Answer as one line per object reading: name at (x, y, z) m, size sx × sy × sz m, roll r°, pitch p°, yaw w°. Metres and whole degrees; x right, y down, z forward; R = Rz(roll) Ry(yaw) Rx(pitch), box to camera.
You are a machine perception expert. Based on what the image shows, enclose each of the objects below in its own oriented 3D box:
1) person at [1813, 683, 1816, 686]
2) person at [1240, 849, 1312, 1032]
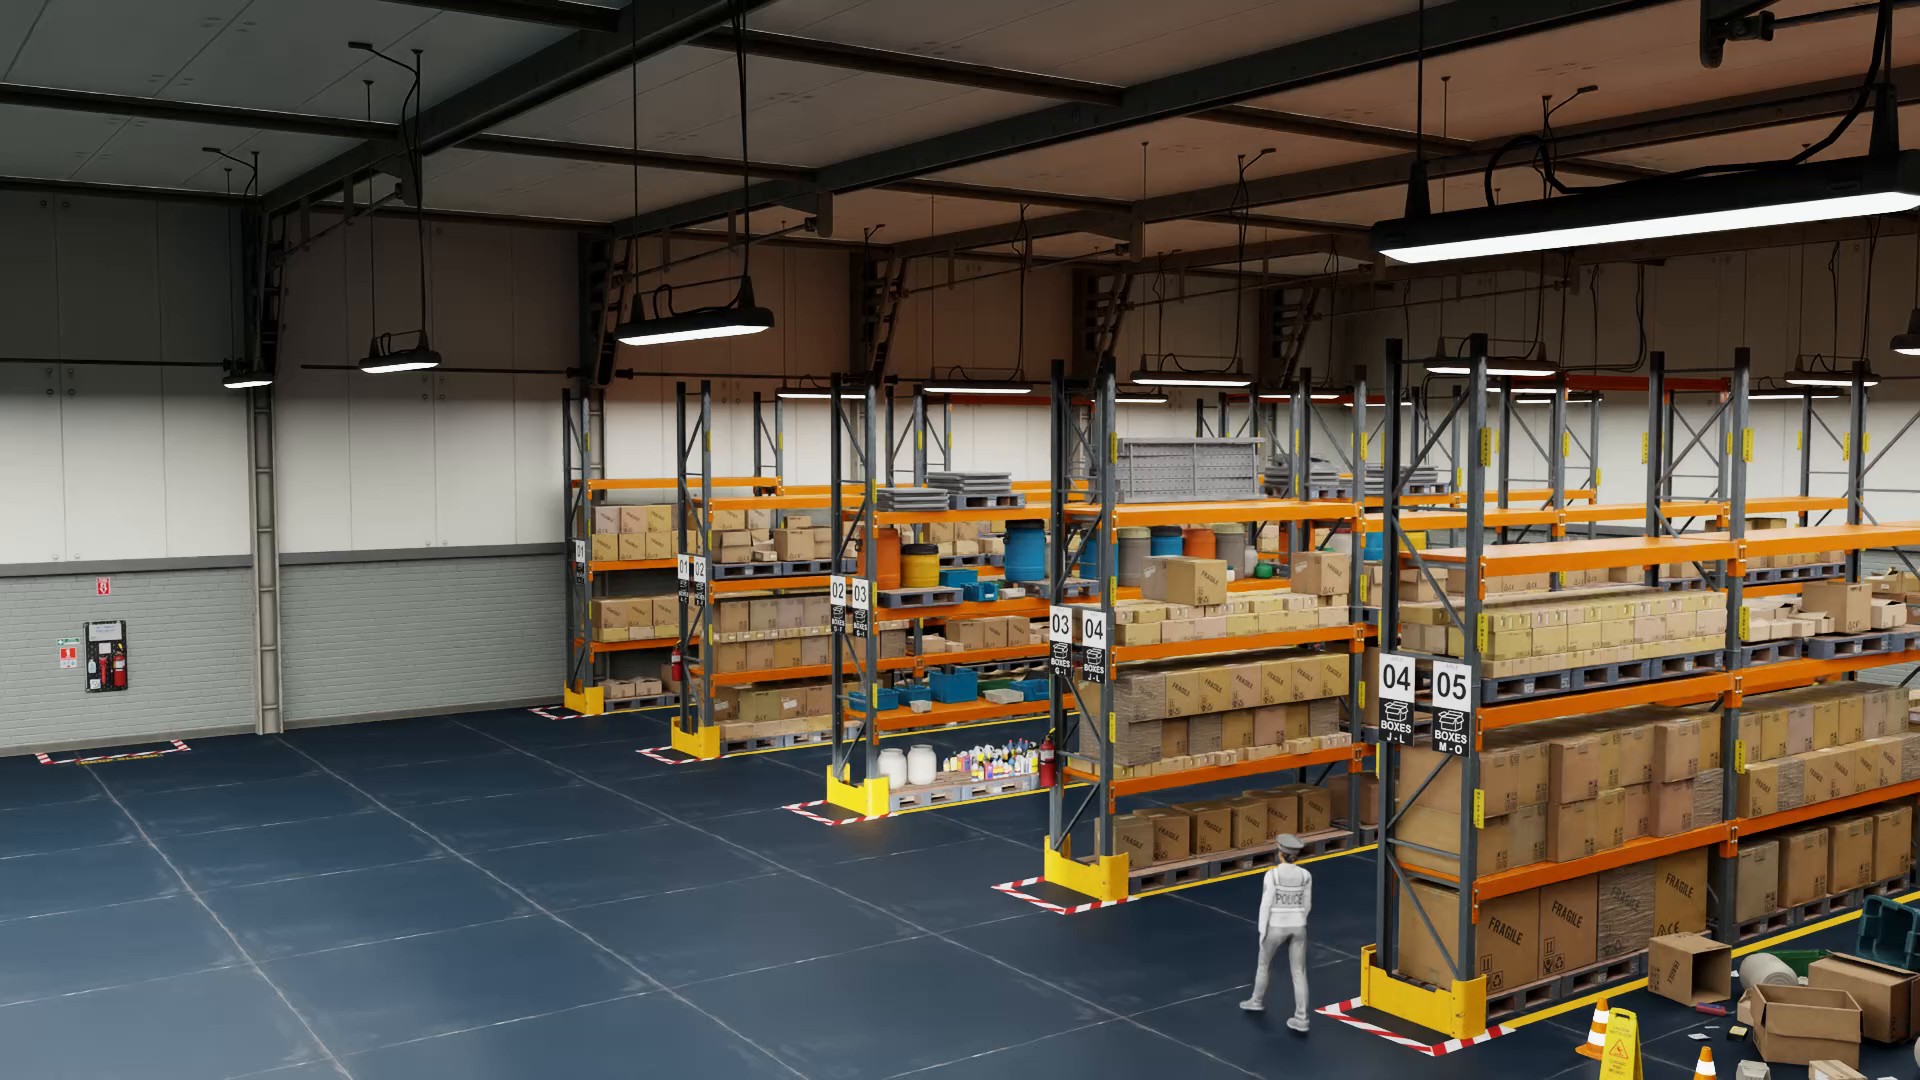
person at (12.805, 2.706, 24.752) m, size 1.076 × 1.708 × 0.426 m, roll -2°, pitch 4°, yaw -34°
person at (2.822, 3.414, 14.569) m, size 0.518 × 1.632 × 0.859 m, roll 0°, pitch 4°, yaw -8°
